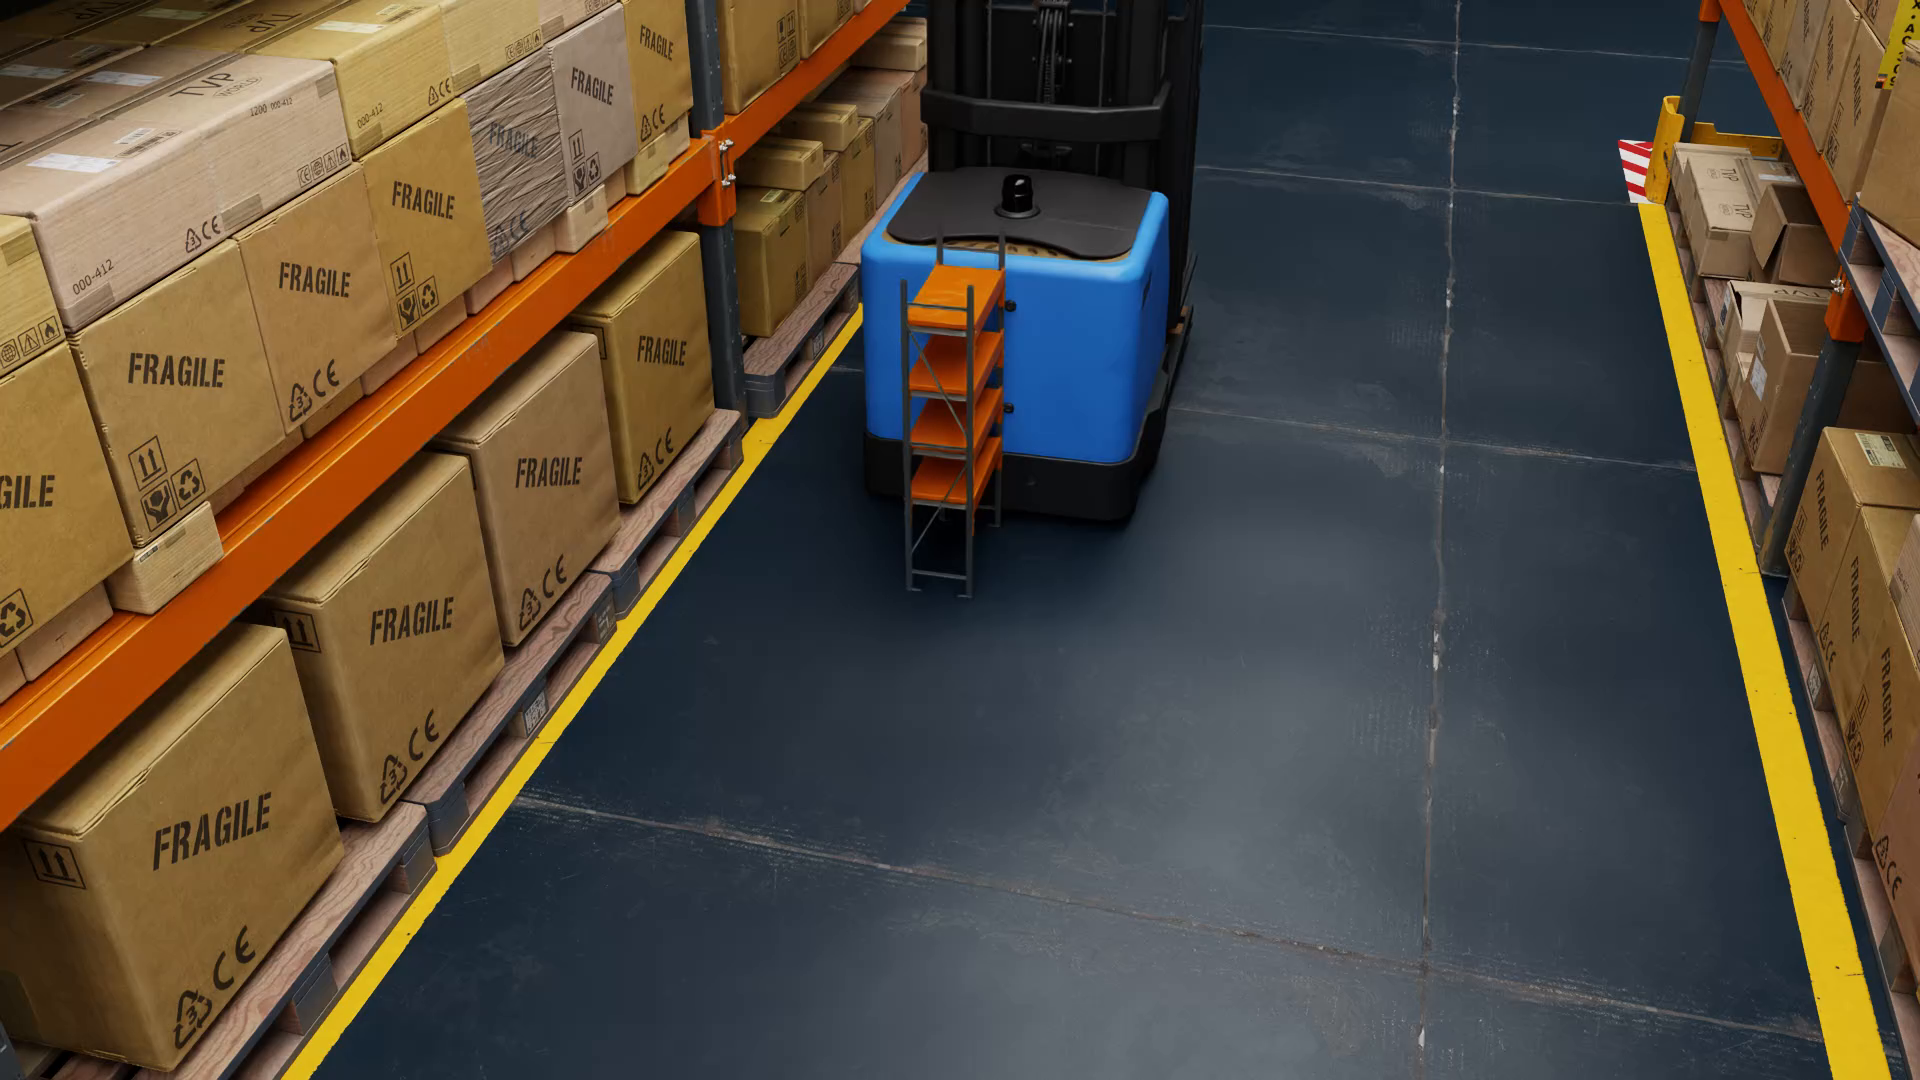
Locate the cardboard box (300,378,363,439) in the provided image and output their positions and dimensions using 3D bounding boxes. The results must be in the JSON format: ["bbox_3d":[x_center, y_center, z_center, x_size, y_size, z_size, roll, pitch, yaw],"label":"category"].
[{"bbox_3d":[-1.792,-0.406,4.308,0.380,0.149,0.250,9,33,13],"label":"cardboard box"}]

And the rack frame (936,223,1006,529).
[{"bbox_3d":[0.037,-0.568,6.025,0.240,1.200,0.015,7,33,11],"label":"rack frame"}]

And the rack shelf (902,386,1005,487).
[{"bbox_3d":[-0.018,-0.384,5.861,0.258,0.148,0.480,7,33,11],"label":"rack shelf"}]

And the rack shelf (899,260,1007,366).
[{"bbox_3d":[-0.018,-0.772,5.614,0.258,0.148,0.480,7,33,11],"label":"rack shelf"}]

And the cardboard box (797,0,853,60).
[{"bbox_3d":[-1.040,-2.552,7.190,0.980,0.700,0.700,7,33,11],"label":"cardboard box"}]

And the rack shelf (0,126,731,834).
[{"bbox_3d":[-1.892,-0.427,4.796,1.077,0.370,4.000,8,33,12],"label":"rack shelf"}]

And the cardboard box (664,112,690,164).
[{"bbox_3d":[-1.196,-1.457,5.961,0.380,0.149,0.250,8,33,13],"label":"cardboard box"}]

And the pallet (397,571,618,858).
[{"bbox_3d":[-1.815,0.454,5.339,1.003,0.211,1.213,8,33,12],"label":"pallet"}]

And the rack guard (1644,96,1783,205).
[{"bbox_3d":[4.404,-2.077,9.052,1.175,0.500,0.348,8,33,12],"label":"rack guard"}]

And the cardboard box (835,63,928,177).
[{"bbox_3d":[-0.577,-2.330,9.058,0.700,0.500,0.500,8,33,12],"label":"cardboard box"}]

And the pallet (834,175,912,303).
[{"bbox_3d":[-0.808,-1.611,8.587,1.003,0.211,1.213,8,33,12],"label":"pallet"}]

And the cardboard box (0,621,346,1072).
[{"bbox_3d":[-2.086,0.673,4.007,0.750,0.750,0.750,8,33,12],"label":"cardboard box"}]

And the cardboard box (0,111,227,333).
[{"bbox_3d":[-1.899,-0.665,3.412,0.500,0.250,0.500,8,33,12],"label":"cardboard box"}]

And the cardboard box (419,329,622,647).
[{"bbox_3d":[-1.646,-0.222,5.415,0.750,0.750,0.750,9,34,14],"label":"cardboard box"}]

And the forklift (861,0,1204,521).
[{"bbox_3d":[0.463,-2.091,6.808,1.130,2.935,3.031,7,33,11],"label":"forklift"}]

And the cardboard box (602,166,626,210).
[{"bbox_3d":[-1.347,-1.195,5.549,0.380,0.149,0.250,9,34,14],"label":"cardboard box"}]

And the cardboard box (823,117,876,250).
[{"bbox_3d":[-0.832,-1.791,8.210,0.700,0.500,0.500,9,33,14],"label":"cardboard box"}]

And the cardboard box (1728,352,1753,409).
[{"bbox_3d":[3.315,-0.616,6.670,0.380,0.149,0.250,8,33,12],"label":"cardboard box"}]

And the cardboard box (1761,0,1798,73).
[{"bbox_3d":[3.671,-2.232,6.872,0.500,0.500,0.500,8,33,13],"label":"cardboard box"}]

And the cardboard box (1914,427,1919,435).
[{"bbox_3d":[3.724,-0.335,6.078,0.500,0.311,0.500,8,33,12],"label":"cardboard box"}]

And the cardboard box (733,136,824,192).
[{"bbox_3d":[-0.832,-1.692,7.449,0.380,0.149,0.250,9,34,14],"label":"cardboard box"}]

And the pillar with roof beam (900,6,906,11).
[{"bbox_3d":[3.643,-7.309,9.359,9.100,9.000,0.400,8,33,12],"label":"pillar with roof beam"}]

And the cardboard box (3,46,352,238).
[{"bbox_3d":[-1.776,-0.925,3.821,0.500,0.250,0.500,8,33,13],"label":"cardboard box"}]

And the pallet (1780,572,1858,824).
[{"bbox_3d":[3.238,0.508,5.254,1.003,0.211,1.213,8,33,12],"label":"pallet"}]

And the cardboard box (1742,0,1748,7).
[{"bbox_3d":[3.930,-2.751,7.688,0.500,0.500,0.500,8,33,12],"label":"cardboard box"}]

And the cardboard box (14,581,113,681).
[{"bbox_3d":[-2.019,0.136,3.456,0.380,0.149,0.250,8,33,13],"label":"cardboard box"}]

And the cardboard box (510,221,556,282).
[{"bbox_3d":[-1.483,-0.932,5.135,0.380,0.149,0.250,8,33,12],"label":"cardboard box"}]

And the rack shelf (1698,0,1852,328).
[{"bbox_3d":[3.916,-1.830,7.004,1.077,0.370,4.000,8,33,12],"label":"rack shelf"}]

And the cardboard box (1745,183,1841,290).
[{"bbox_3d":[3.880,-1.204,7.265,0.797,0.503,0.637,8,33,12],"label":"cardboard box"}]

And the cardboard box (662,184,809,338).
[{"bbox_3d":[-1.095,-1.265,7.382,0.700,0.500,0.500,8,33,13],"label":"cardboard box"}]

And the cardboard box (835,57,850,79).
[{"bbox_3d":[-0.804,-2.563,8.819,0.380,0.149,0.250,8,33,13],"label":"cardboard box"}]

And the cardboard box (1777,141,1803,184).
[{"bbox_3d":[4.524,-1.987,8.499,0.500,0.500,0.500,8,33,12],"label":"cardboard box"}]

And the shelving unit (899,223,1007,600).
[{"bbox_3d":[-0.018,-0.441,5.825,0.258,1.200,0.503,7,33,11],"label":"shelving unit"}]

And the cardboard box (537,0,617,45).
[{"bbox_3d":[-1.394,-1.720,5.072,0.500,0.250,0.500,9,33,13],"label":"cardboard box"}]

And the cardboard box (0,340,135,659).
[{"bbox_3d":[-2.029,-0.086,3.201,0.500,0.500,0.500,9,34,14],"label":"cardboard box"}]

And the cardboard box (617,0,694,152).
[{"bbox_3d":[-1.258,-1.671,5.693,0.500,0.500,0.500,8,33,12],"label":"cardboard box"}]

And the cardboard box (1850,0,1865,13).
[{"bbox_3d":[3.413,-2.124,5.770,0.500,0.500,0.500,7,33,11],"label":"cardboard box"}]

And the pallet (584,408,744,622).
[{"bbox_3d":[-1.507,-0.181,6.338,1.003,0.211,1.213,8,33,12],"label":"pallet"}]

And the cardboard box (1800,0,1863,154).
[{"bbox_3d":[3.416,-1.700,6.035,0.500,0.500,0.500,9,34,14],"label":"cardboard box"}]

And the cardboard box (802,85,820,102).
[{"bbox_3d":[-0.932,-2.297,8.402,0.380,0.149,0.250,8,33,13],"label":"cardboard box"}]

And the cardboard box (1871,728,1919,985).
[{"bbox_3d":[2.662,0.790,4.131,0.500,0.500,0.500,7,33,11],"label":"cardboard box"}]

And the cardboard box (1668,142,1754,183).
[{"bbox_3d":[3.985,-1.984,8.822,0.380,0.149,0.250,8,33,12],"label":"cardboard box"}]

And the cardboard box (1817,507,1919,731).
[{"bbox_3d":[2.925,0.269,4.950,0.500,0.500,0.500,8,33,13],"label":"cardboard box"}]

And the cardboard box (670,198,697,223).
[{"bbox_3d":[-1.324,-1.491,7.133,0.380,0.149,0.250,8,33,12],"label":"cardboard box"}]

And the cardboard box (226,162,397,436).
[{"bbox_3d":[-1.760,-0.614,4.031,0.500,0.500,0.500,8,33,12],"label":"cardboard box"}]

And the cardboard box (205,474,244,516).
[{"bbox_3d":[-1.926,-0.138,3.886,0.380,0.149,0.250,8,33,12],"label":"cardboard box"}]

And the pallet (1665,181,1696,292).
[{"bbox_3d":[4.203,-1.542,8.478,1.003,0.211,1.213,8,33,12],"label":"pallet"}]

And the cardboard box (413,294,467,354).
[{"bbox_3d":[-1.640,-0.667,4.719,0.380,0.149,0.250,9,34,14],"label":"cardboard box"}]

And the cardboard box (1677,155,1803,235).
[{"bbox_3d":[3.884,-1.694,8.272,0.500,0.250,0.500,8,33,12],"label":"cardboard box"}]

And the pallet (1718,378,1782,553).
[{"bbox_3d":[3.583,-0.275,6.487,1.003,0.211,1.213,8,33,12],"label":"pallet"}]

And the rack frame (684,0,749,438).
[{"bbox_3d":[-1.384,-1.769,6.236,1.000,3.000,0.127,8,33,12],"label":"rack frame"}]

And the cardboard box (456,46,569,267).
[{"bbox_3d":[-1.513,-1.145,4.866,0.500,0.500,0.500,8,33,12],"label":"cardboard box"}]

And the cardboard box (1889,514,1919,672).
[{"bbox_3d":[2.796,0.193,4.371,0.500,0.250,0.500,8,33,12],"label":"cardboard box"}]

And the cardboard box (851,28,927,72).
[{"bbox_3d":[-0.371,-2.639,8.940,0.380,0.149,0.250,9,34,14],"label":"cardboard box"}]
